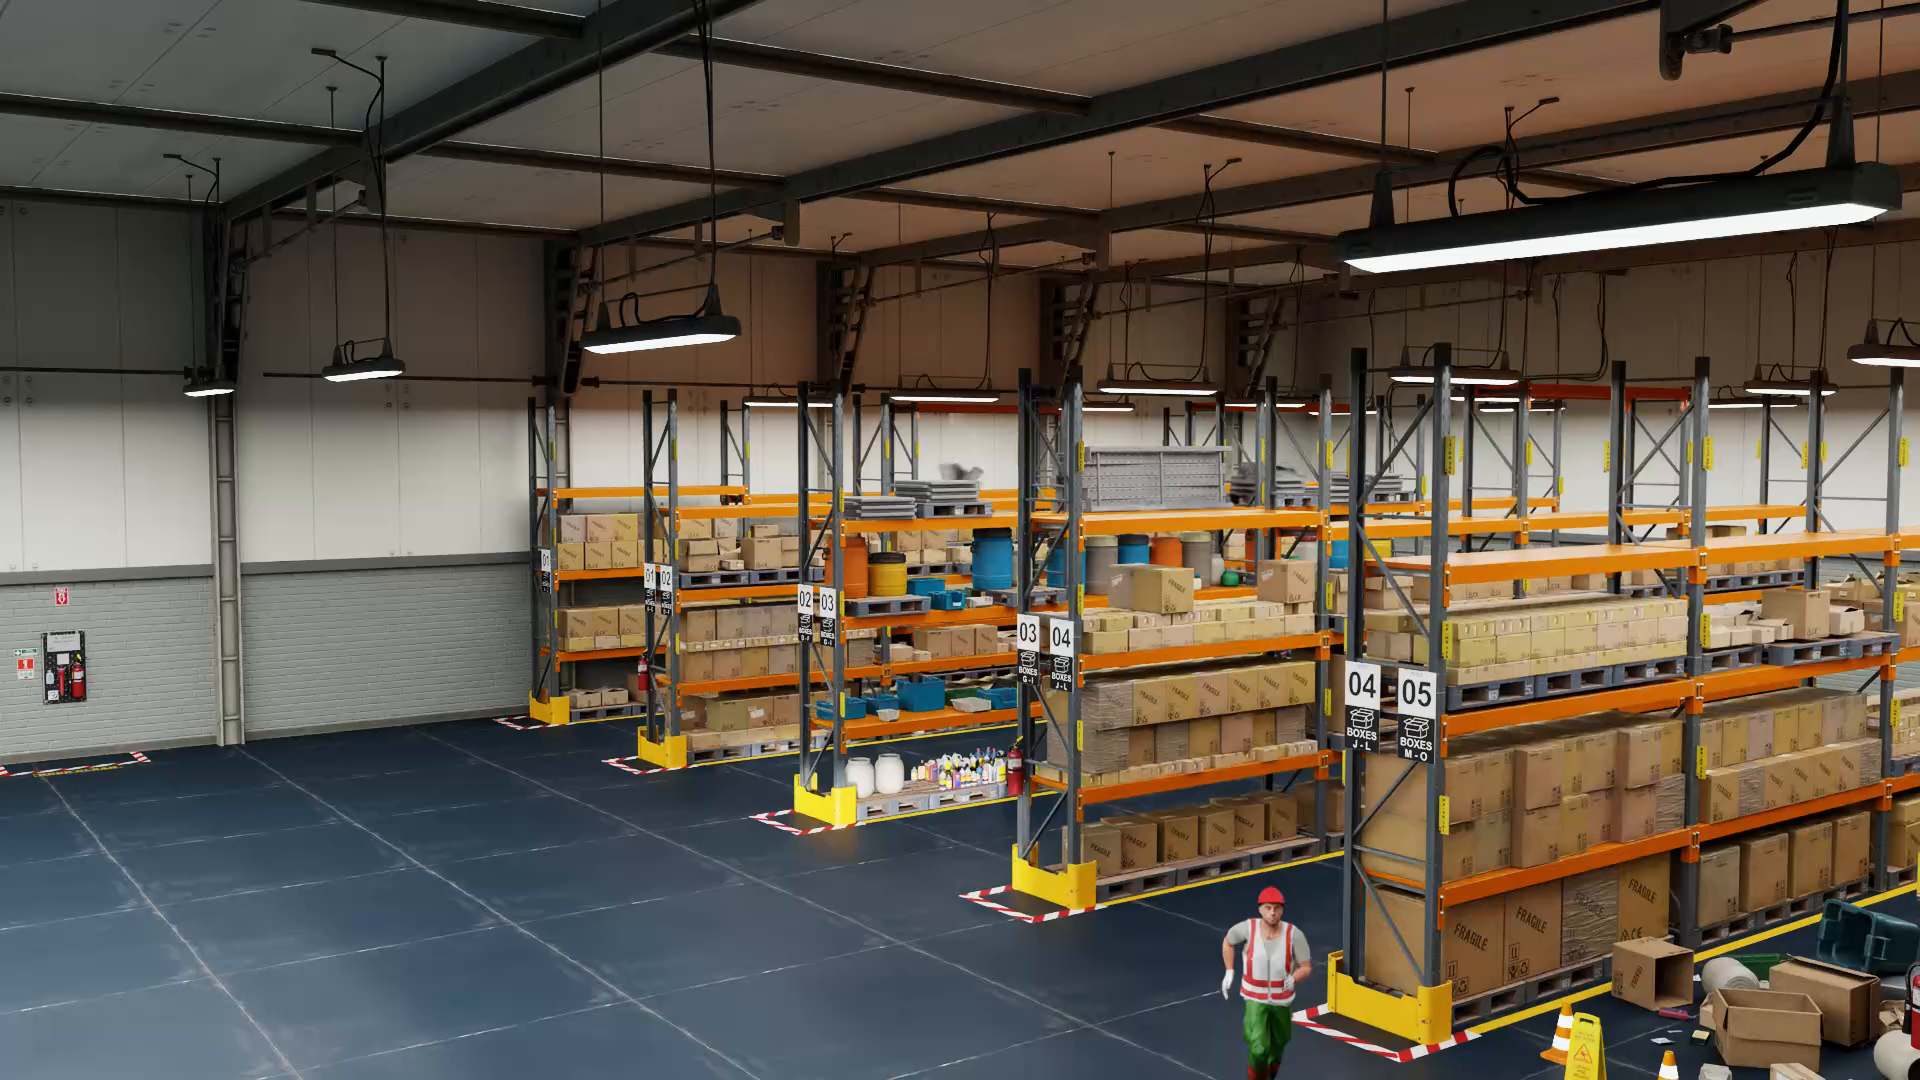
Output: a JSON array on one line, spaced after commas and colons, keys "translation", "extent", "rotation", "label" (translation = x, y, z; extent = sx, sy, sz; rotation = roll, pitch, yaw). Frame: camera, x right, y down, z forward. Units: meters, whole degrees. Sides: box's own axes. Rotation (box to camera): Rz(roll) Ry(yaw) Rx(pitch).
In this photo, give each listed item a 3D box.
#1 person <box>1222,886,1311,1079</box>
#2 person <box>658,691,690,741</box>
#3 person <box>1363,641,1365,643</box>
[{"translation": [2.333, 3.525, 12.629], "extent": [0.644, 1.812, 0.821], "rotation": [0, 3, 1], "label": "person"}, {"translation": [-4.884, 2.598, 28.912], "extent": [0.885, 1.719, 0.722], "rotation": [-2, 4, -32], "label": "person"}, {"translation": [8.258, 2.383, 33.933], "extent": [0.539, 1.578, 0.651], "rotation": [3, 4, 40], "label": "person"}]
